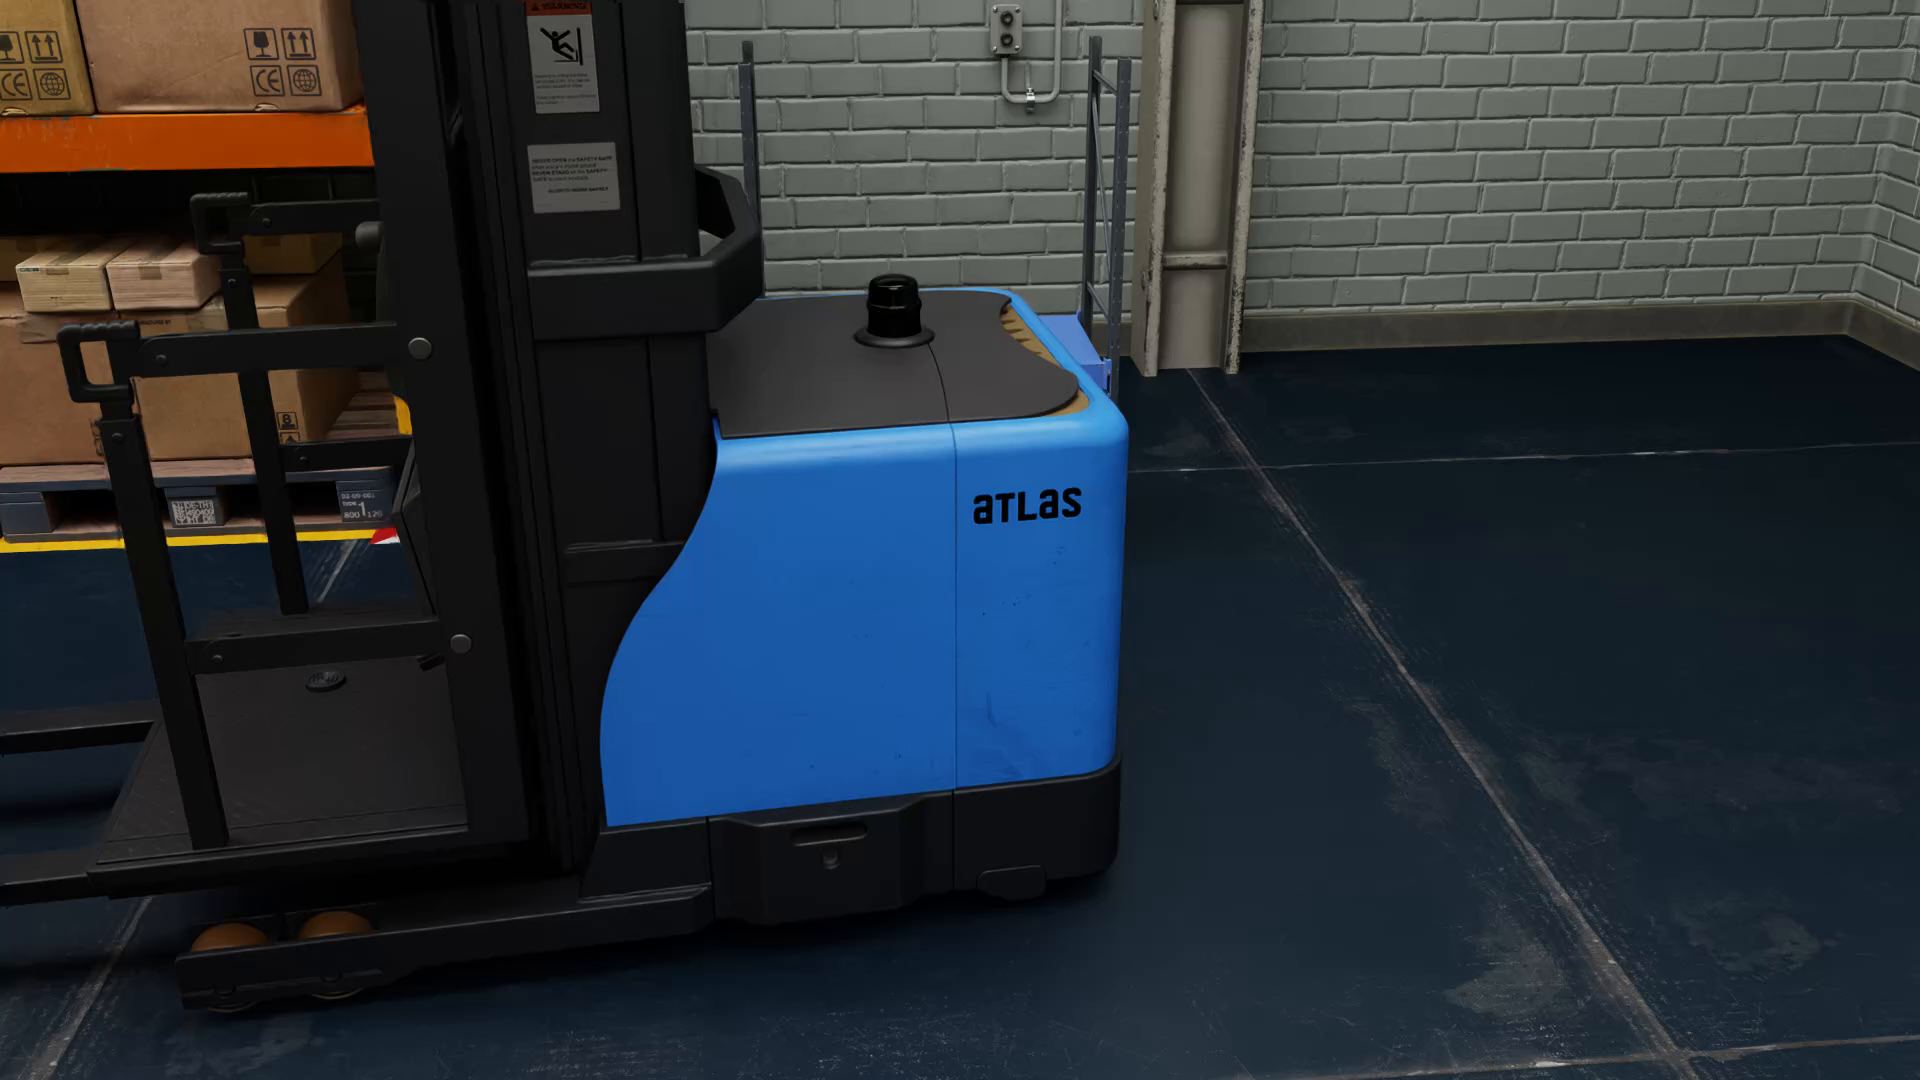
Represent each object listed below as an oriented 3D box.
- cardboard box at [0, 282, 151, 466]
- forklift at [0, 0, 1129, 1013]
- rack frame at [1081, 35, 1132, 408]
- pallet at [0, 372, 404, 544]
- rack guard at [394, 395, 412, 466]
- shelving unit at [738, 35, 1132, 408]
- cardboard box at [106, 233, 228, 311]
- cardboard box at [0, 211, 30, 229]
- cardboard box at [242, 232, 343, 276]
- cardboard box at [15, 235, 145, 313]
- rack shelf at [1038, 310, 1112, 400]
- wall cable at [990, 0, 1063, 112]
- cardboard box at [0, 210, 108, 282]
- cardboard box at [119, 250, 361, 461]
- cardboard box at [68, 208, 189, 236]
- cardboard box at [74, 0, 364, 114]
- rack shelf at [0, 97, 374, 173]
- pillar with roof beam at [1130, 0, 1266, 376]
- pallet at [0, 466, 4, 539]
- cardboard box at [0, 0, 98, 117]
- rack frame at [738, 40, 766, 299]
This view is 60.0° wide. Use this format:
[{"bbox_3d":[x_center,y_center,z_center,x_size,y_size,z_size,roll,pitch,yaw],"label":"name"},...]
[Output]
[{"bbox_3d":[-2.860,-0.608,5.485,0.500,0.500,0.700,-2,24,-5],"label":"cardboard box"},{"bbox_3d":[-1.231,-0.664,3.134,3.031,2.935,1.130,-5,24,-11],"label":"forklift"},{"bbox_3d":[0.421,-0.702,4.983,0.032,1.500,0.500,-2,24,-5],"label":"rack frame"},{"bbox_3d":[-2.463,-0.309,5.685,1.213,0.211,1.003,-2,24,-5],"label":"pallet"},{"bbox_3d":[-1.652,-0.505,5.772,0.348,0.500,1.175,-2,24,-5],"label":"rack guard"},{"bbox_3d":[-0.085,-0.682,4.938,1.048,1.500,0.538,-2,24,-5],"label":"shelving unit"},{"bbox_3d":[-2.472,-0.846,5.221,0.250,0.149,0.380,-3,24,-6],"label":"cardboard box"},{"bbox_3d":[-3.264,-0.969,5.500,0.250,0.149,0.380,-2,24,-4],"label":"cardboard box"},{"bbox_3d":[-2.257,-1.010,5.592,0.250,0.149,0.380,-2,24,-5],"label":"cardboard box"},{"bbox_3d":[-2.726,-0.835,5.198,0.250,0.149,0.380,-2,24,-4],"label":"cardboard box"},{"bbox_3d":[-0.085,-0.518,5.011,1.000,0.185,0.538,-2,24,-5],"label":"rack shelf"},{"bbox_3d":[-0.494,-2.544,6.031,1.851,1.984,0.084,-2,24,-5],"label":"wall cable"},{"bbox_3d":[-3.011,-0.980,5.523,0.250,0.149,0.380,-2,24,-5],"label":"cardboard box"},{"bbox_3d":[-2.362,-0.628,5.530,0.500,0.500,0.700,-2,24,-5],"label":"cardboard box"},{"bbox_3d":[-2.762,-0.990,5.545,0.250,0.149,0.380,-2,24,-5],"label":"cardboard box"},{"bbox_3d":[-2.182,-1.759,5.146,0.700,0.700,0.980,-1,24,-3],"label":"cardboard box"},{"bbox_3d":[-3.666,-1.238,5.228,4.000,0.370,1.077,-2,24,-5],"label":"rack shelf"},{"bbox_3d":[1.350,-3.105,1.158,0.400,9.000,9.100,-2,24,-5],"label":"pillar with roof beam"},{"bbox_3d":[-3.675,-0.262,5.579,1.213,0.211,1.003,-2,24,-5],"label":"pallet"},{"bbox_3d":[-2.905,-1.726,5.071,0.700,0.700,0.980,-2,24,-6],"label":"cardboard box"},{"bbox_3d":[-0.591,-0.662,4.892,0.032,1.500,0.500,-2,24,-5],"label":"rack frame"}]
